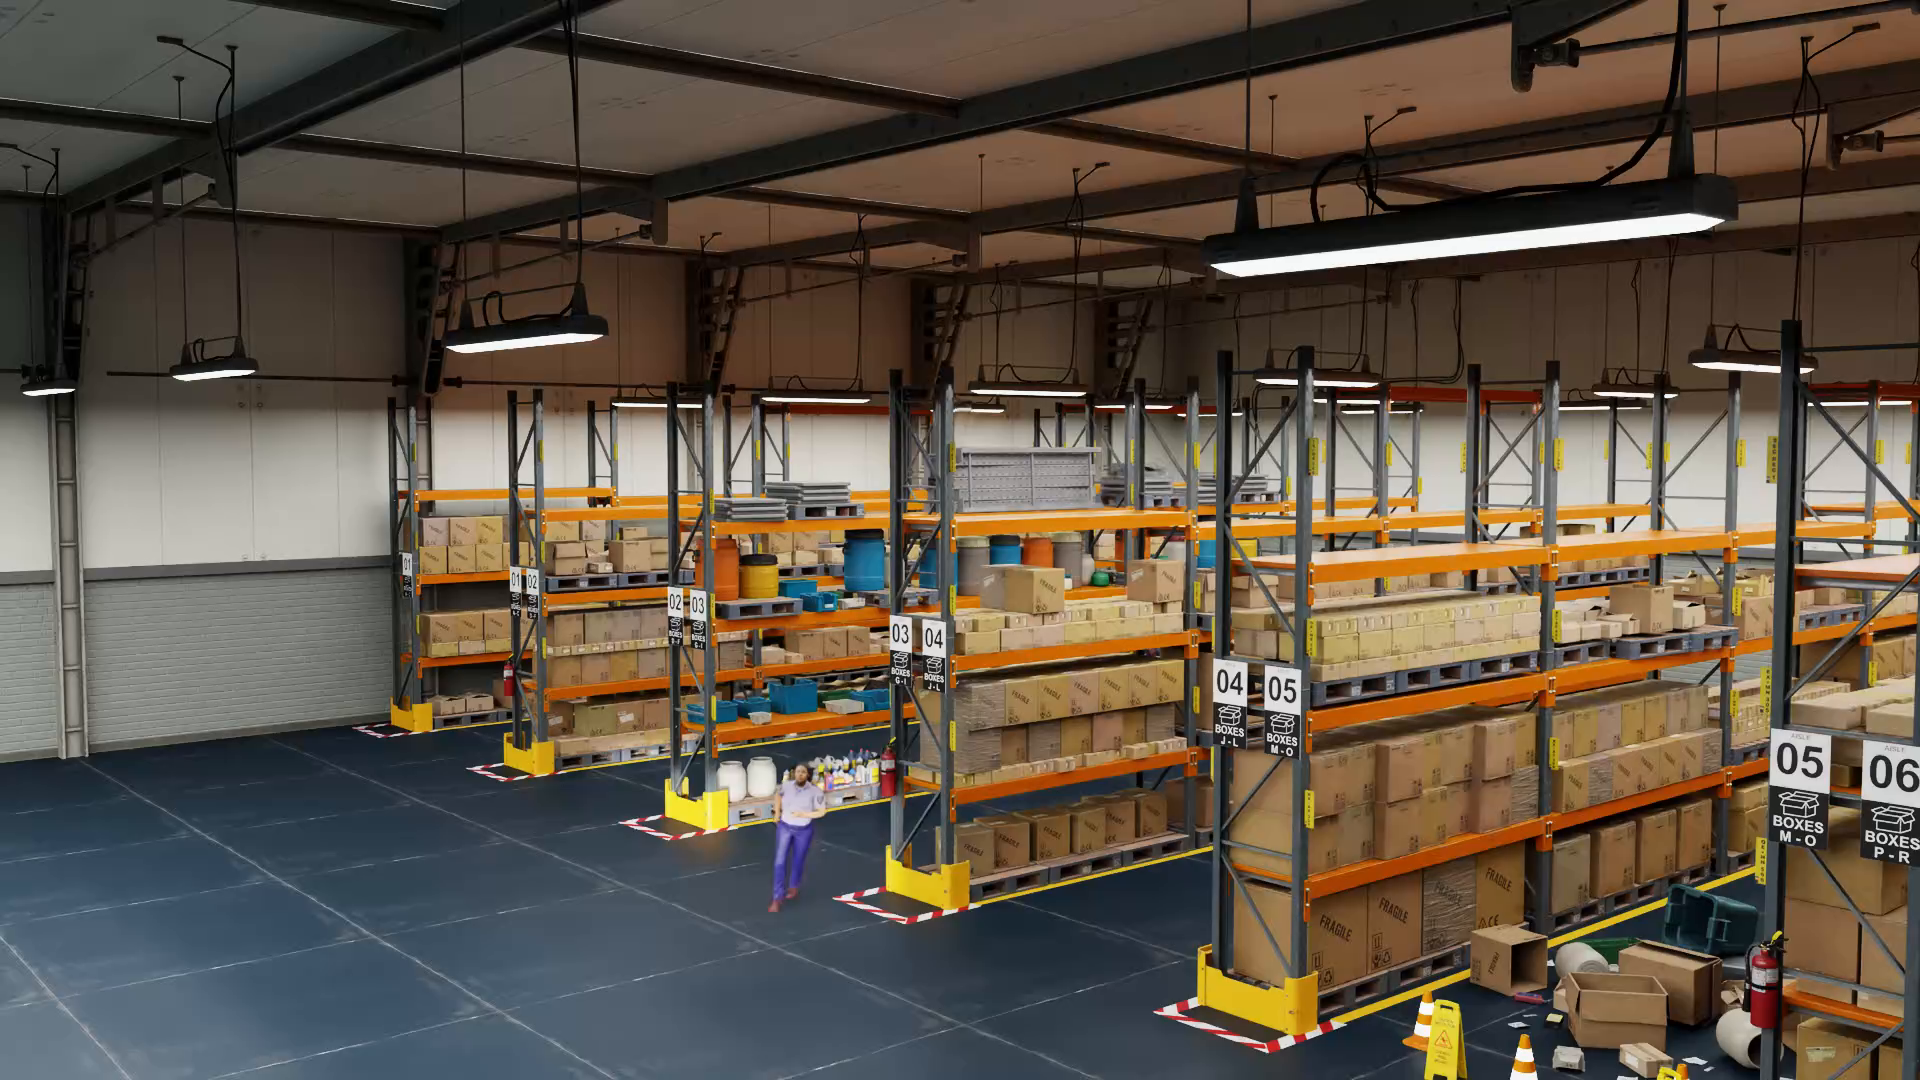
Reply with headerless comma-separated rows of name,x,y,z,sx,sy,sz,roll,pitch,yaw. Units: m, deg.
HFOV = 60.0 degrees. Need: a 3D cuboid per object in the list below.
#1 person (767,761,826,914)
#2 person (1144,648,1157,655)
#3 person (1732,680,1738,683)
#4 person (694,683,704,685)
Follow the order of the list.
person,-1.793,3.296,18.547,0.631,1.694,0.734,0,3,4
person,3.764,2.494,32.464,0.533,1.550,0.562,3,4,40
person,11.502,2.901,24.810,0.894,1.635,0.573,-2,4,-35
person,-4.811,2.527,30.353,0.774,1.703,0.646,-3,4,-41
